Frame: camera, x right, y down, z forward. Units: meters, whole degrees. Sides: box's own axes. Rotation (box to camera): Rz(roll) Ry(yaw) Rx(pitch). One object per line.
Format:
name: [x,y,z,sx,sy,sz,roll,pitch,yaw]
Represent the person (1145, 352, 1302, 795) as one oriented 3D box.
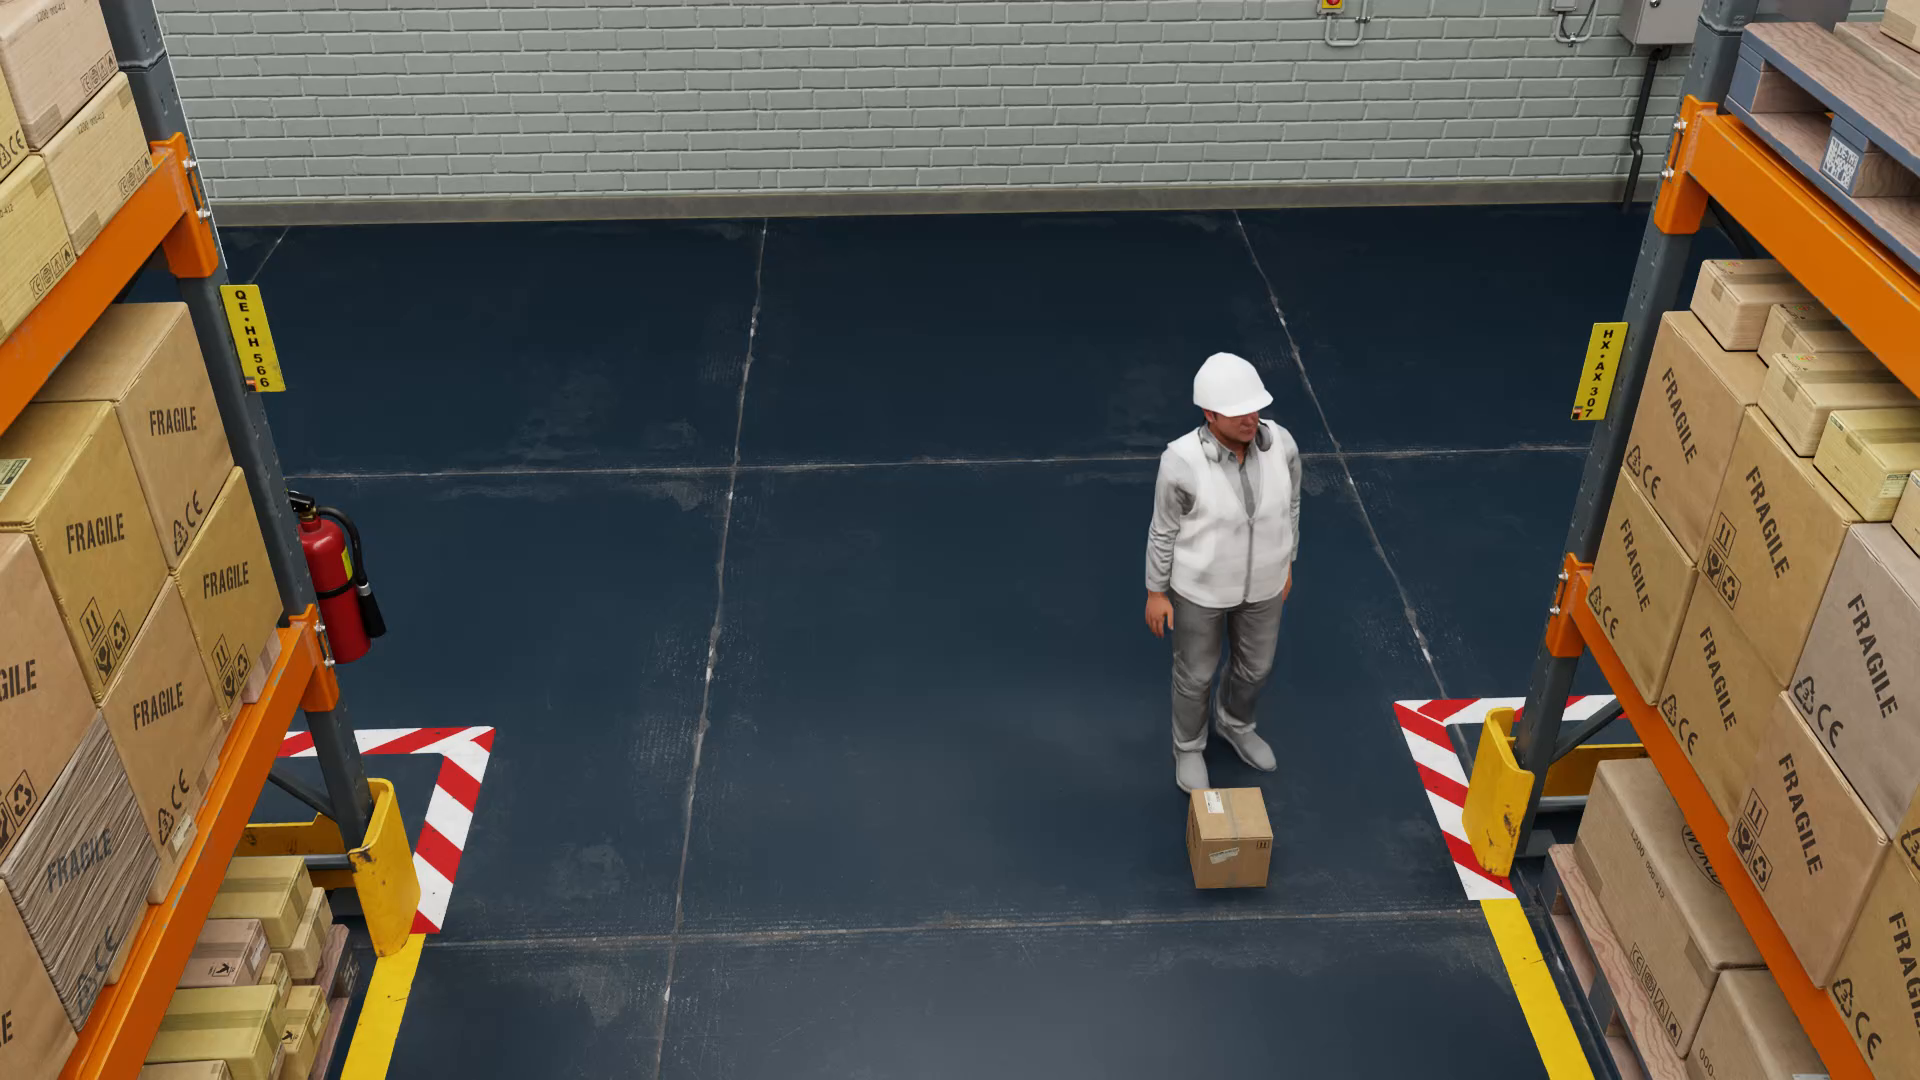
person: [0.934,0.150,5.896,0.582,1.810,0.378,-8,36,-12]
